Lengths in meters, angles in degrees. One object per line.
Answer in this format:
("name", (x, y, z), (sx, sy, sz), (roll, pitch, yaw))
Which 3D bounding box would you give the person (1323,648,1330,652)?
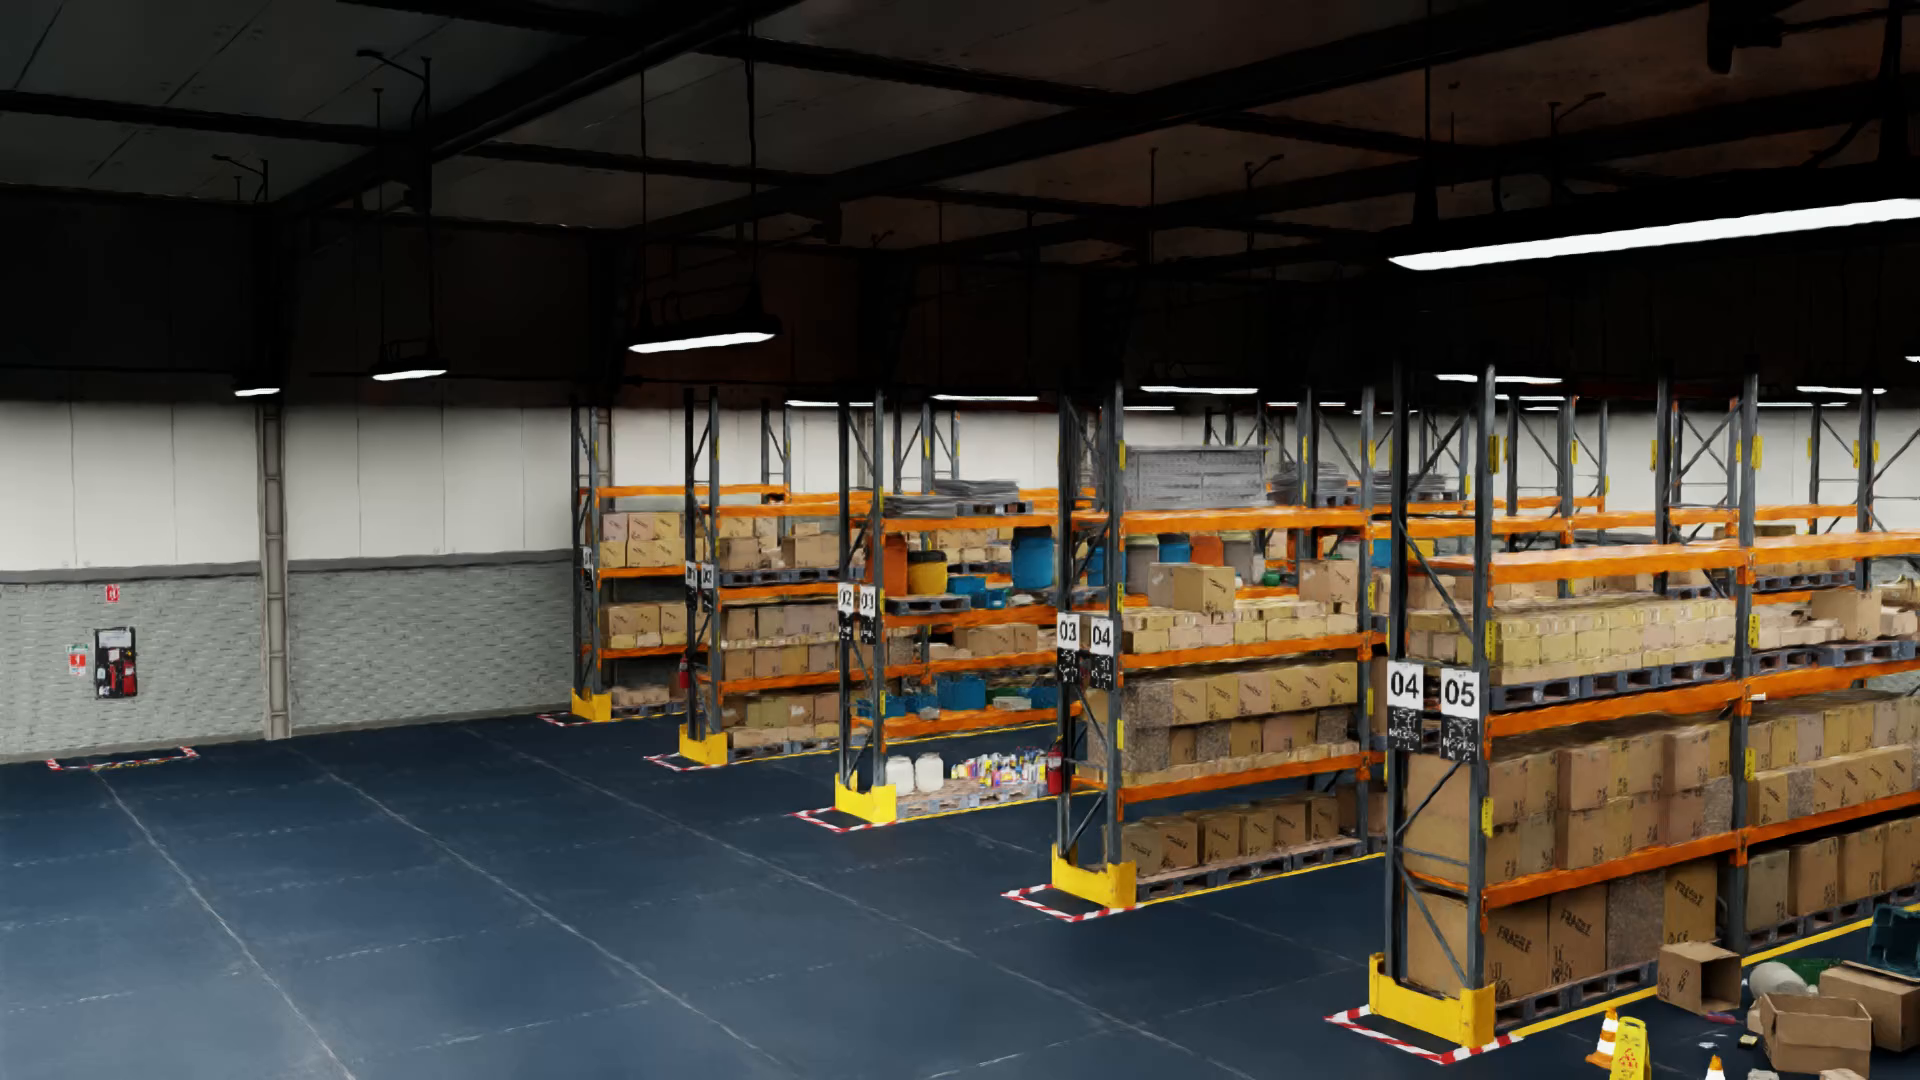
("person", (8.386, 2.092, 37.395), (0.445, 1.655, 0.644), (3, 5, 41))

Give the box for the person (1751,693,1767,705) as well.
("person", (11.148, 2.899, 23.227), (1.092, 1.684, 0.543), (-2, 4, -32))
